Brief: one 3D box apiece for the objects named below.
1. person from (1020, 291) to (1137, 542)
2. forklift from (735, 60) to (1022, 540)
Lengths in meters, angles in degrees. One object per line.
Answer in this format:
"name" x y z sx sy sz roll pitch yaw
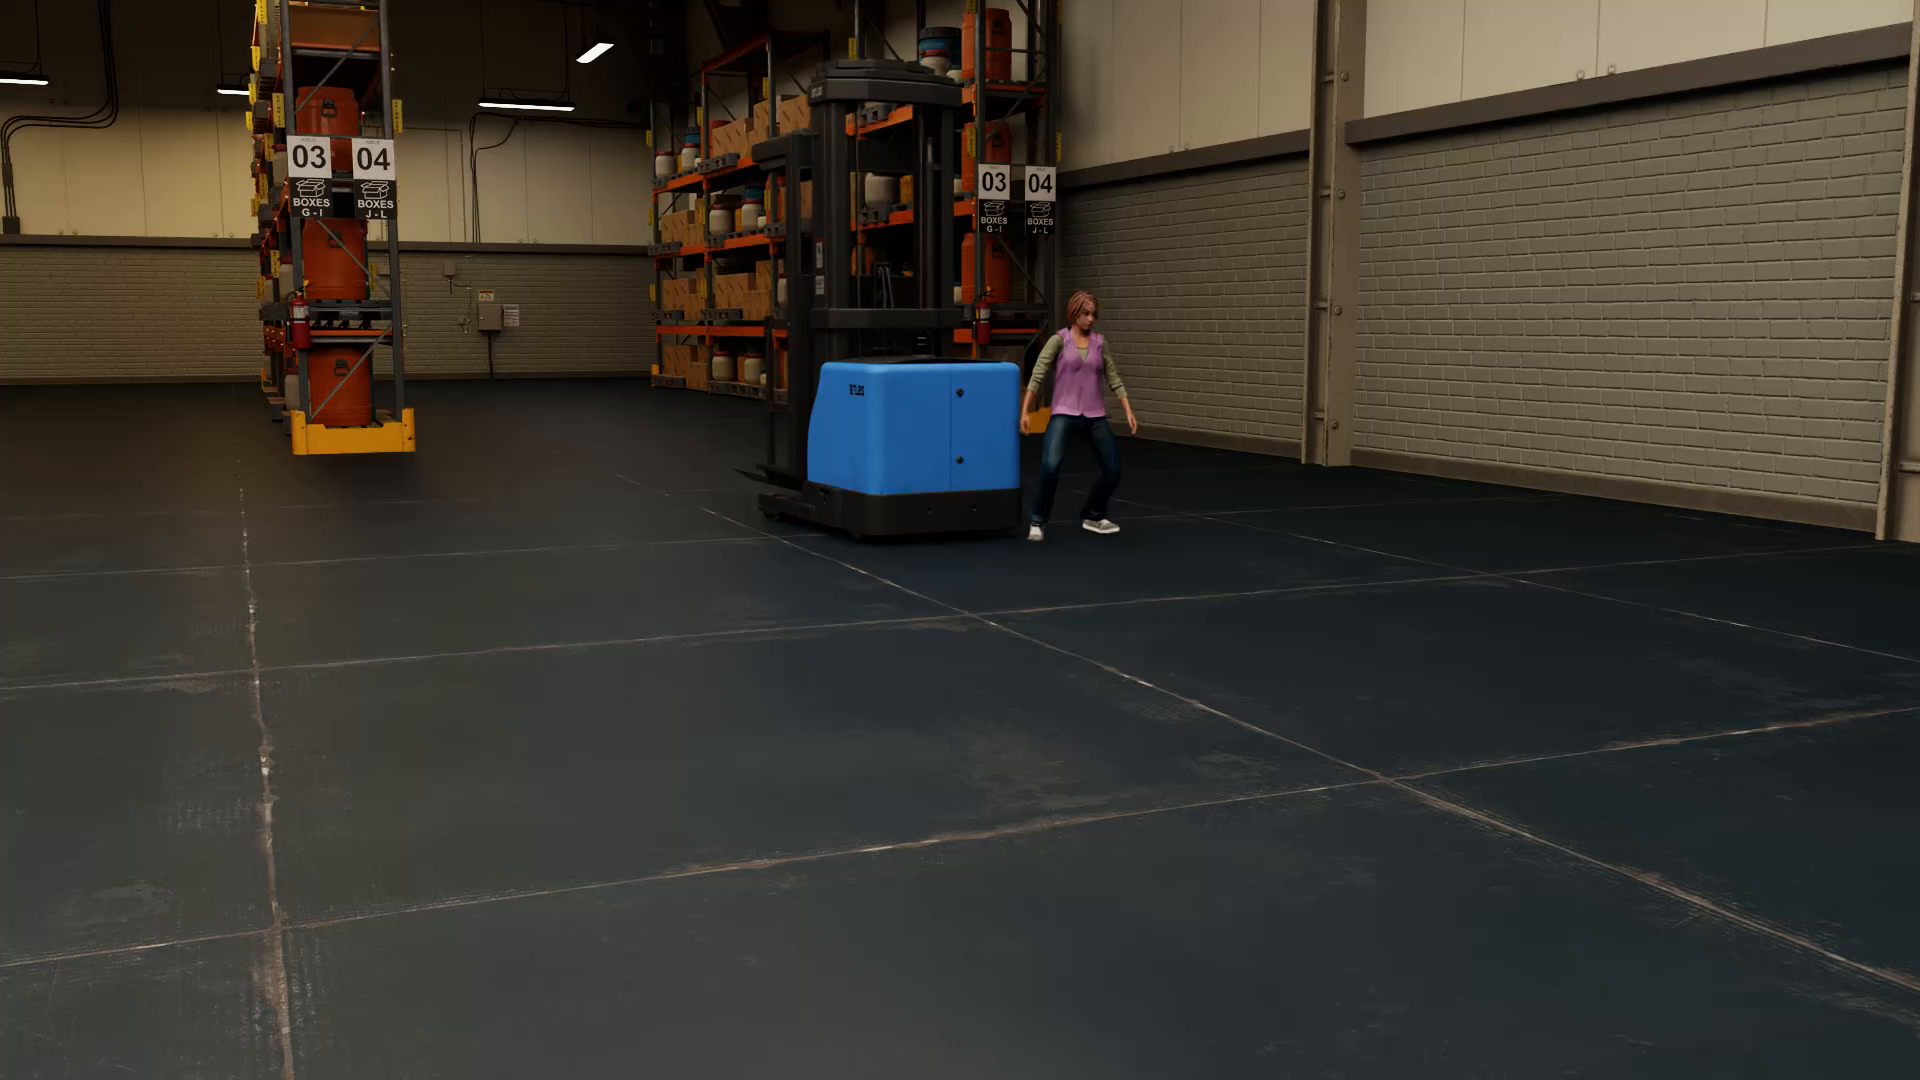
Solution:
"person" 0.709 -0.736 10.156 0.710 1.524 0.459 -1 8 -8
"forklift" -0.722 -1.609 11.145 1.130 2.935 3.031 -4 8 -26
